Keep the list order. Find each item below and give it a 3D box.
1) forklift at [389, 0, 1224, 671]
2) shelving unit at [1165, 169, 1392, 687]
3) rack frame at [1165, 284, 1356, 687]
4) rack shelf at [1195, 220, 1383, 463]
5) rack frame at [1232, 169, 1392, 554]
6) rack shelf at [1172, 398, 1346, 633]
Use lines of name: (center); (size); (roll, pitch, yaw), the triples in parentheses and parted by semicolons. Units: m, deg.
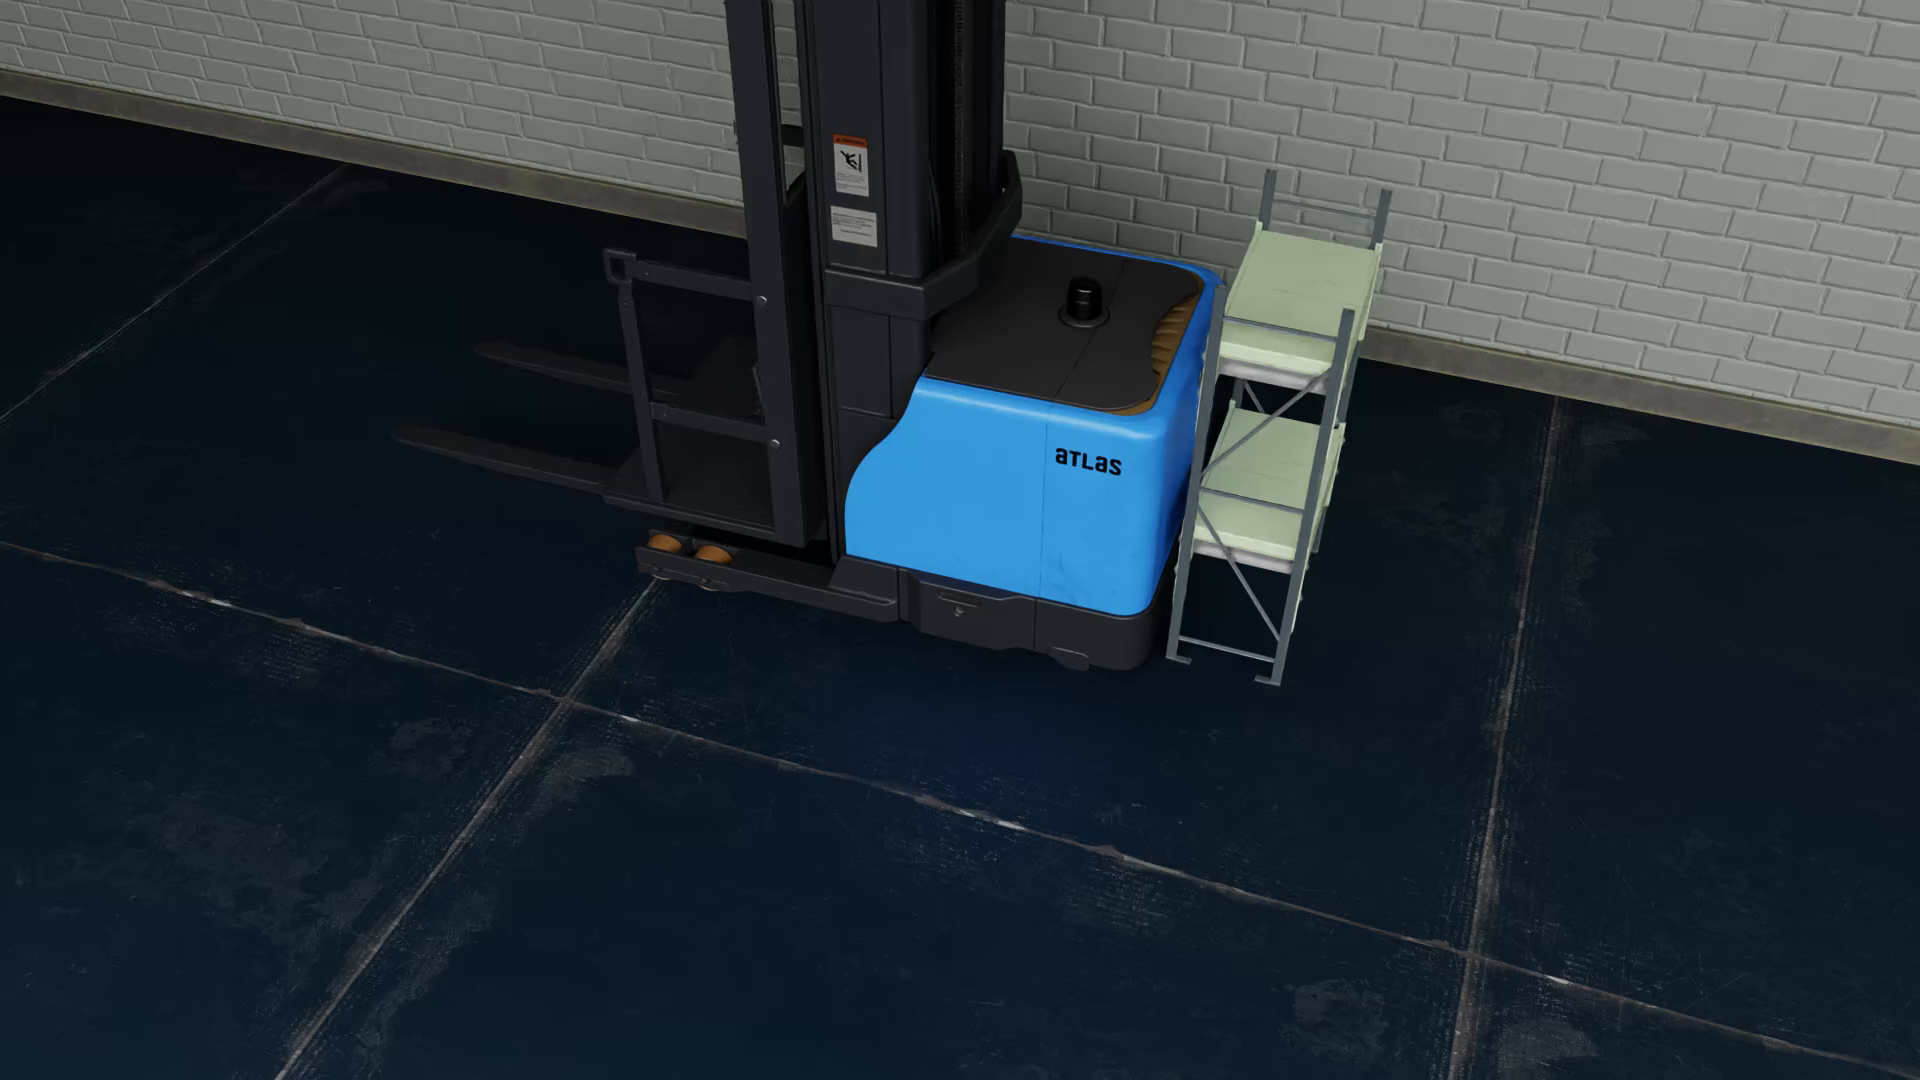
forklift: (-0.655, -1.239, 5.444); (3.031, 2.935, 1.130); (12, 42, 14)
shelving unit: (1.036, -0.344, 5.492); (0.431, 1.500, 0.755); (13, 42, 14)
rack frame: (0.915, -0.120, 5.230); (0.400, 1.500, 0.023); (13, 42, 14)
rack shelf: (1.041, -0.640, 5.238); (0.431, 0.370, 0.720); (13, 42, 14)
rack frame: (1.156, -0.569, 5.755); (0.400, 1.500, 0.023); (13, 42, 14)
rack shelf: (1.031, -0.097, 5.705); (0.431, 0.370, 0.720); (13, 42, 14)
